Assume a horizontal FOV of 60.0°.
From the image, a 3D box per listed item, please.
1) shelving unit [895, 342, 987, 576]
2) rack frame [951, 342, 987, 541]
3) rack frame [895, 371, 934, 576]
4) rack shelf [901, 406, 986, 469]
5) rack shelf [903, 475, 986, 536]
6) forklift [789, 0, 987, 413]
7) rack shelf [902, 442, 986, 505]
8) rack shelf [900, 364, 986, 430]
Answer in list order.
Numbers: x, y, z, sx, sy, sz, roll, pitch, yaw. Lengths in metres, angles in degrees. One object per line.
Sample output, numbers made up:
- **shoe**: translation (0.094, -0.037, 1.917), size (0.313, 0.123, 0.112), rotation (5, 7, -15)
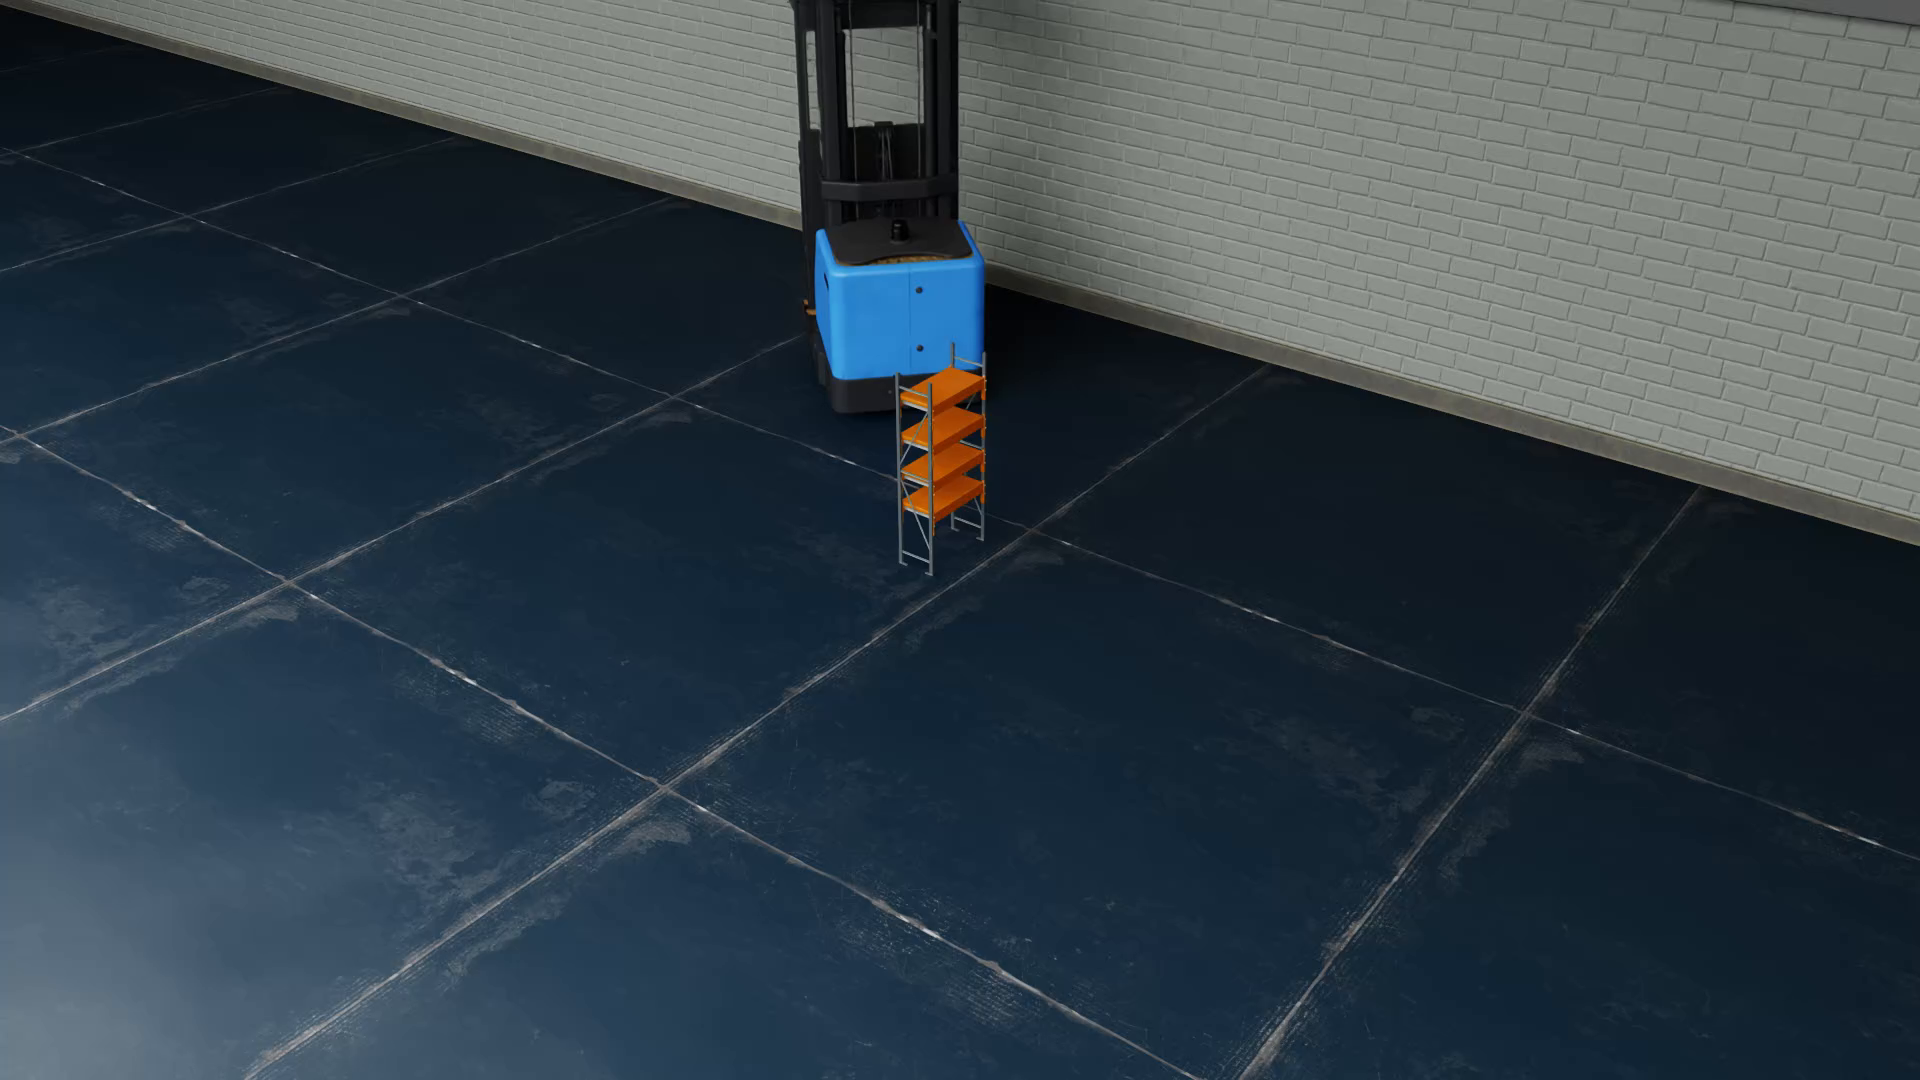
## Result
- **shelving unit**: translation (-0.100, -0.449, 9.331), size (0.258, 1.200, 0.503), rotation (21, 37, 31)
- **rack frame**: translation (0.047, -0.548, 9.498), size (0.240, 1.200, 0.015), rotation (21, 37, 31)
- **rack frame**: translation (-0.247, -0.350, 9.163), size (0.240, 1.200, 0.015), rotation (21, 37, 31)
- **rack shelf**: translation (-0.100, -0.583, 9.251), size (0.258, 0.148, 0.480), rotation (21, 37, 31)
- **rack shelf**: translation (-0.100, -0.220, 9.466), size (0.258, 0.148, 0.480), rotation (21, 37, 31)
- **forklift**: translation (-0.599, -2.836, 11.661), size (1.130, 2.935, 3.031), rotation (-5, 31, -9)
- **rack shelf**: translation (-0.100, -0.391, 9.365), size (0.258, 0.148, 0.480), rotation (21, 37, 31)
- **rack shelf**: translation (-0.100, -0.787, 9.130), size (0.258, 0.148, 0.480), rotation (21, 37, 31)
